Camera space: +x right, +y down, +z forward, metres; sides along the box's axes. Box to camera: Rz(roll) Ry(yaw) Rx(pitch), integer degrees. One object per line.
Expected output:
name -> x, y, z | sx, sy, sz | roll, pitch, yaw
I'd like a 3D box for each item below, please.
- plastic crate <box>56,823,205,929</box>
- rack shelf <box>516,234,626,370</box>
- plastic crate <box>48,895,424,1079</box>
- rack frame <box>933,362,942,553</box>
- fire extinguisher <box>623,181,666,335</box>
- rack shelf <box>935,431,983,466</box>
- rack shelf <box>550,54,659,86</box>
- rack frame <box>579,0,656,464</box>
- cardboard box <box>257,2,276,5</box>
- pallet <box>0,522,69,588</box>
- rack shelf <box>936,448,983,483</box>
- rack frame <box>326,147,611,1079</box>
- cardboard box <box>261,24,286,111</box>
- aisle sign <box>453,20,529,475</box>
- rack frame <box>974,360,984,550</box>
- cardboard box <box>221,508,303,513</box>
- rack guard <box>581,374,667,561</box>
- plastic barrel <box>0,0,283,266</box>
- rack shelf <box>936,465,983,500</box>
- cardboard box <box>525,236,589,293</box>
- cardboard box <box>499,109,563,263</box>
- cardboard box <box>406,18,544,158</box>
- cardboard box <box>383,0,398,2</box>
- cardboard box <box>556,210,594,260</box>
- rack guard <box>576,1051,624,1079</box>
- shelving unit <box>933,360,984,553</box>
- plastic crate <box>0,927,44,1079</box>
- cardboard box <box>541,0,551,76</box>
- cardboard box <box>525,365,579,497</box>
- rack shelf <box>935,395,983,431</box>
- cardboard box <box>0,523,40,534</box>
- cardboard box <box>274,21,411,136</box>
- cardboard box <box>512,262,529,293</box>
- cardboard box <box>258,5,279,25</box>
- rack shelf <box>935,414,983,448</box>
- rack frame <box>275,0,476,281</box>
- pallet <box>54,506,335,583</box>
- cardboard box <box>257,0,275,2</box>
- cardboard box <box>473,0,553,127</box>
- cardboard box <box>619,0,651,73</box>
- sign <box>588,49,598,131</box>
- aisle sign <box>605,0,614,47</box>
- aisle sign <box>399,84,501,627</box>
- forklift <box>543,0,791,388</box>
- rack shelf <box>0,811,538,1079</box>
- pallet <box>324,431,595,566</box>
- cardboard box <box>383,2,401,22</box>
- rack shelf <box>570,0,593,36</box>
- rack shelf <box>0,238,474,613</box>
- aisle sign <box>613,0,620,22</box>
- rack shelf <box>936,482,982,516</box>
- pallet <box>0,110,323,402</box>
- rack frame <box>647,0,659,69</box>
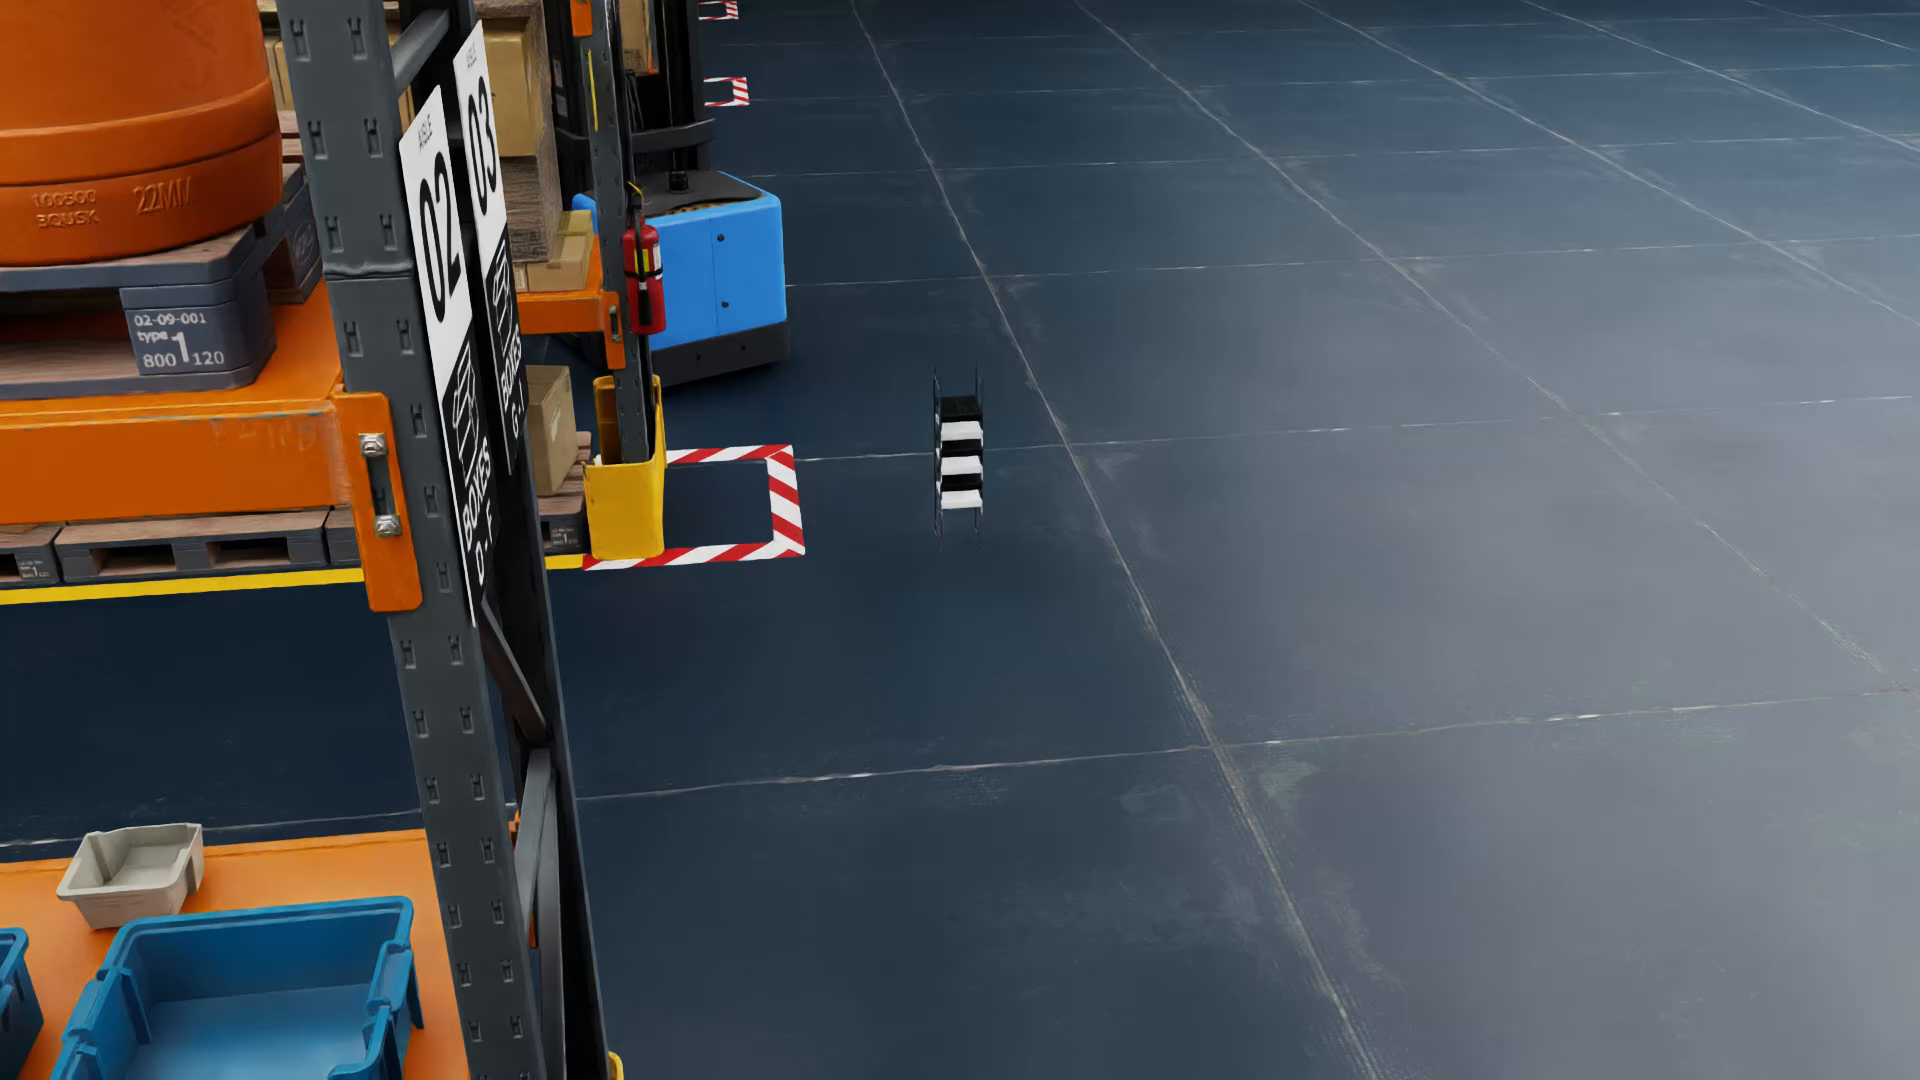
plastic crate -> -1.860, 0.758, 3.776 | 0.250, 0.136, 0.298 | -4, 27, -7
rack shelf -> -3.600, -1.063, 7.824 | 4.000, 0.370, 1.077 | -4, 27, -7
plastic crate -> -1.383, 0.962, 3.252 | 0.616, 0.251, 0.499 | -4, 27, -7
rack frame -> -0.109, -0.393, 8.031 | 0.006, 0.900, 0.240 | -4, 27, -7
fire extinguisher -> -1.442, -1.275, 7.533 | 0.183, 0.674, 0.296 | -4, 27, -7
rack shelf -> -0.008, -0.450, 8.018 | 0.200, 0.077, 0.258 | -4, 27, -7
rack shelf -> -4.191, -3.312, 12.206 | 4.000, 0.370, 1.077 | -4, 27, -7
rack frame -> -1.619, -1.510, 7.907 | 0.127, 3.000, 1.000 | -4, 27, -7
cardboard box -> -4.715, -3.626, 11.867 | 0.550, 0.550, 0.875 | -4, 27, -7
pallet -> -4.920, -0.074, 8.163 | 1.213, 0.211, 1.003 | -4, 27, -7
rack shelf -> -0.008, -0.370, 8.059 | 0.200, 0.077, 0.258 | -4, 27, -7
rack frame -> -0.929, 0.729, 3.544 | 0.127, 3.000, 1.000 | -4, 27, -7
cardboard box -> -3.119, -1.920, 7.176 | 0.500, 0.500, 0.500 | -4, 27, -7
aisle sign -> -0.899, -0.565, 3.217 | 0.004, 0.787, 0.394 | -4, 27, -7
rack frame -> 0.093, -0.406, 8.056 | 0.006, 0.900, 0.240 | -4, 27, -7
cardboard box -> -3.450, -0.468, 8.154 | 0.500, 0.500, 0.500 | -1, 27, -2
rack guard -> -1.695, -0.393, 8.469 | 0.348, 0.500, 1.175 | -4, 27, -7
plastic barrel -> -1.393, -0.895, 2.493 | 0.708, 0.830, 0.600 | -4, 27, -7
rack shelf -> -0.008, -0.290, 8.100 | 0.200, 0.077, 0.258 | -4, 27, -7
cardboard box -> -1.873, -1.287, 7.748 | 0.250, 0.149, 0.380 | -4, 27, -7
cardboard box -> -2.168, -1.664, 7.773 | 0.500, 0.500, 0.875 | -4, 27, -7
cardboard box -> -2.130, -1.985, 7.302 | 0.500, 0.500, 0.500 | -4, 27, -7
cardboard box -> -4.204, -3.705, 12.021 | 0.500, 0.550, 0.875 | -4, 27, -7
cardboard box -> -1.935, -1.488, 8.139 | 0.250, 0.149, 0.380 | -4, 27, -7
rack guard -> -0.998, 1.867, 4.063 | 0.348, 0.500, 1.175 | -4, 27, -7
shelving unit -> -0.008, -0.400, 8.044 | 0.210, 0.900, 0.258 | -4, 27, -7
plastic crate -> -2.027, 1.001, 3.176 | 0.408, 0.251, 0.499 | -4, 27, -7
cardboard box -> -3.113, -3.737, 12.082 | 0.550, 0.550, 0.875 | -4, 27, -7
cardboard box -> -2.240, -0.553, 8.320 | 0.500, 0.500, 0.500 | 1, 27, 2
rack shelf -> -0.008, -0.610, 7.936 | 0.200, 0.077, 0.258 | -4, 27, -7
cardboard box -> -4.613, -0.378, 7.978 | 0.500, 0.500, 0.500 | 5, 28, 9
cardboard box -> -2.624, -1.951, 7.235 | 0.500, 0.500, 0.500 | -4, 27, -7
cardboard box -> -2.121, -1.271, 7.717 | 0.250, 0.149, 0.380 | -4, 27, -7
cardboard box -> -3.193, -2.159, 7.641 | 0.500, 0.500, 0.500 | -4, 27, -7
rack shelf -> -0.008, -0.530, 7.977 | 0.200, 0.077, 0.258 | -4, 27, -7
rack frame -> -0.929, -1.940, 2.174 | 0.127, 3.000, 1.000 | -4, 27, -7
pallet -> -3.710, -0.153, 8.317 | 1.213, 0.211, 1.003 | -4, 27, -7
cardboard box -> -4.719, -4.119, 11.645 | 0.550, 0.550, 0.875 | -4, 27, -7
cardboard box -> -2.202, -2.220, 7.760 | 0.500, 0.500, 0.500 | -4, 27, -7
cardboard box -> -2.572, -3.781, 12.170 | 0.550, 0.550, 0.875 | -4, 27, -7
sign -> -1.562, -1.914, 7.079 | 0.005, 0.325, 0.100 | -4, 27, -7
aisle sign -> -1.516, -2.535, 7.057 | 0.004, 0.787, 0.394 | -4, 27, -7
aisle sign -> -0.817, -0.298, 2.697 | 0.004, 0.787, 0.394 | -4, 27, -7
forklift -> -2.305, -2.810, 10.516 | 1.130, 2.935, 3.031 | -18, 32, -31
rack shelf -> -2.910, 1.176, 3.460 | 4.000, 0.370, 1.077 | -4, 27, -7
pallet -> -2.504, -0.229, 8.465 | 1.213, 0.211, 1.003 | -4, 27, -7
cardboard box -> -2.698, -2.191, 7.705 | 0.500, 0.500, 0.500 | -4, 27, -7
rack shelf -> -3.600, -2.397, 7.139 | 4.000, 0.370, 1.077 | -4, 27, -7
rack shelf -> -2.910, -0.158, 2.775 | 4.000, 0.370, 1.077 | -4, 27, -7
aisle sign -> -1.600, -2.806, 7.586 | 0.004, 0.787, 0.394 | -4, 27, -7
rack shelf -> -0.008, -0.210, 8.141 | 0.200, 0.077, 0.258 | -4, 27, -7
pallet -> -1.762, -0.513, 2.886 | 1.213, 0.211, 1.003 | -4, 27, -7
rack frame -> -2.210, -3.759, 12.290 | 0.127, 3.000, 1.000 | -4, 27, -7
